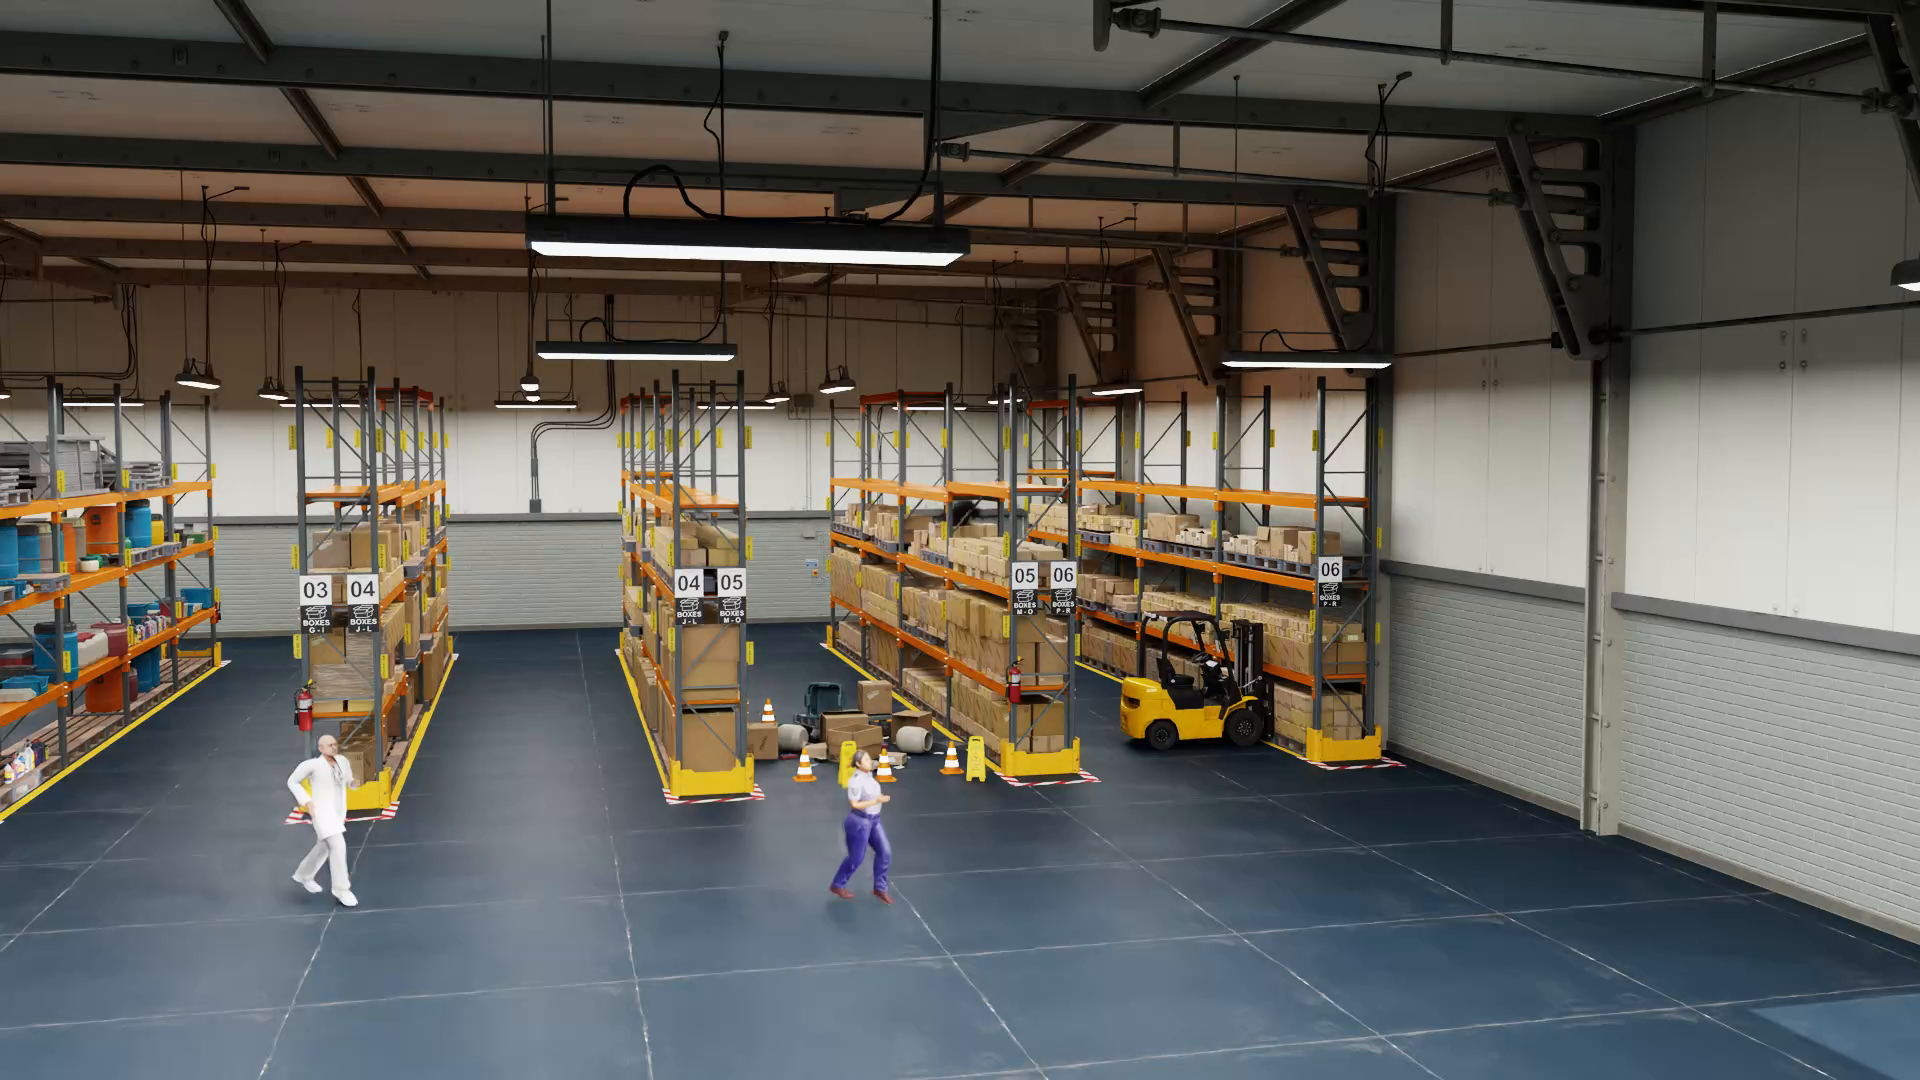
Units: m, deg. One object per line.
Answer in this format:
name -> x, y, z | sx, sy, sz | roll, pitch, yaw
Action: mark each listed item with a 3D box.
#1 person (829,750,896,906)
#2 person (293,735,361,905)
person -> -1.057, 3.114, 17.937 | 0.726, 1.690, 0.590 | 2, 4, 24
person -> -6.910, 3.031, 18.170 | 0.924, 1.836, 0.643 | 1, 4, 21
